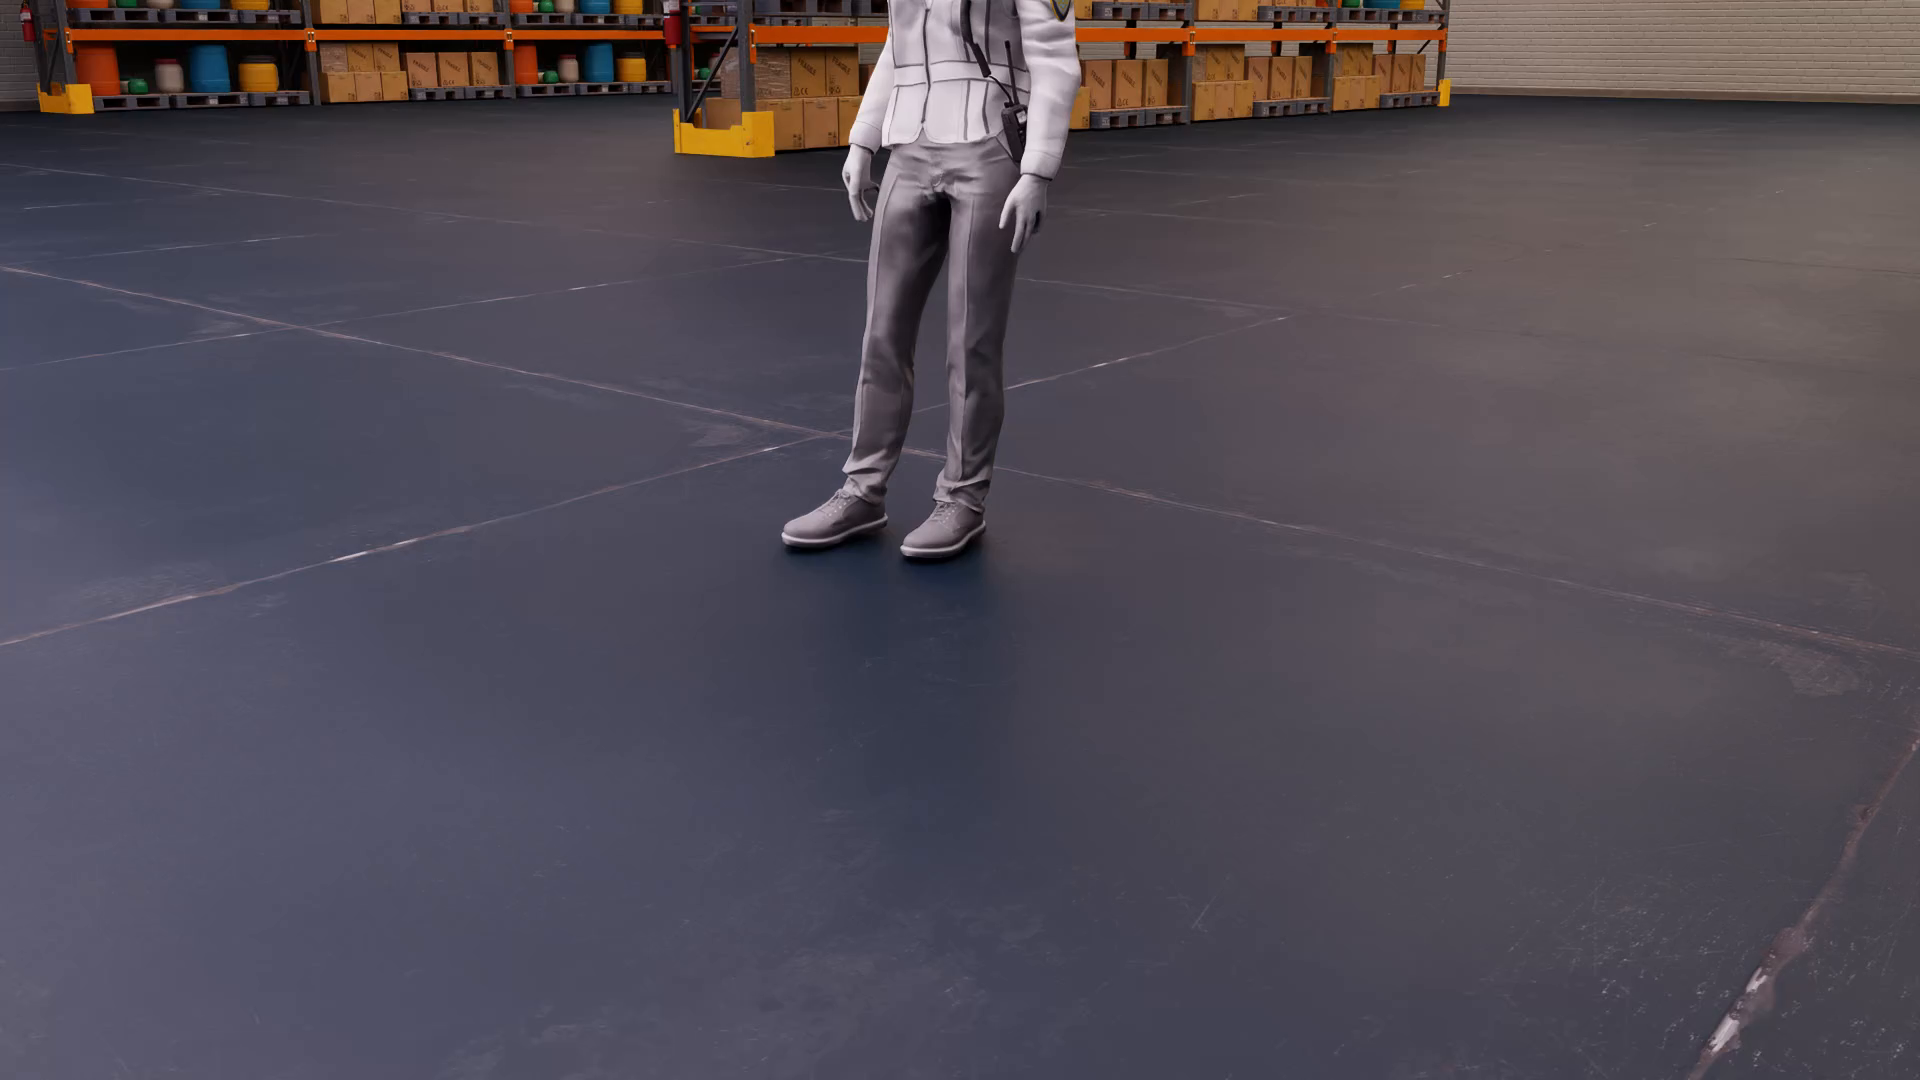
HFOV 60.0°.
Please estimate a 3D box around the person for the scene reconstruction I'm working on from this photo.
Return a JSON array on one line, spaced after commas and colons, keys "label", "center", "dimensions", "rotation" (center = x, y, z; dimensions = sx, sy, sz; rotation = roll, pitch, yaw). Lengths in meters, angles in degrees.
[{"label": "person", "center": [-0.049, -0.804, 3.647], "dimensions": [0.587, 1.695, 0.531], "rotation": [13, 21, 37]}]
